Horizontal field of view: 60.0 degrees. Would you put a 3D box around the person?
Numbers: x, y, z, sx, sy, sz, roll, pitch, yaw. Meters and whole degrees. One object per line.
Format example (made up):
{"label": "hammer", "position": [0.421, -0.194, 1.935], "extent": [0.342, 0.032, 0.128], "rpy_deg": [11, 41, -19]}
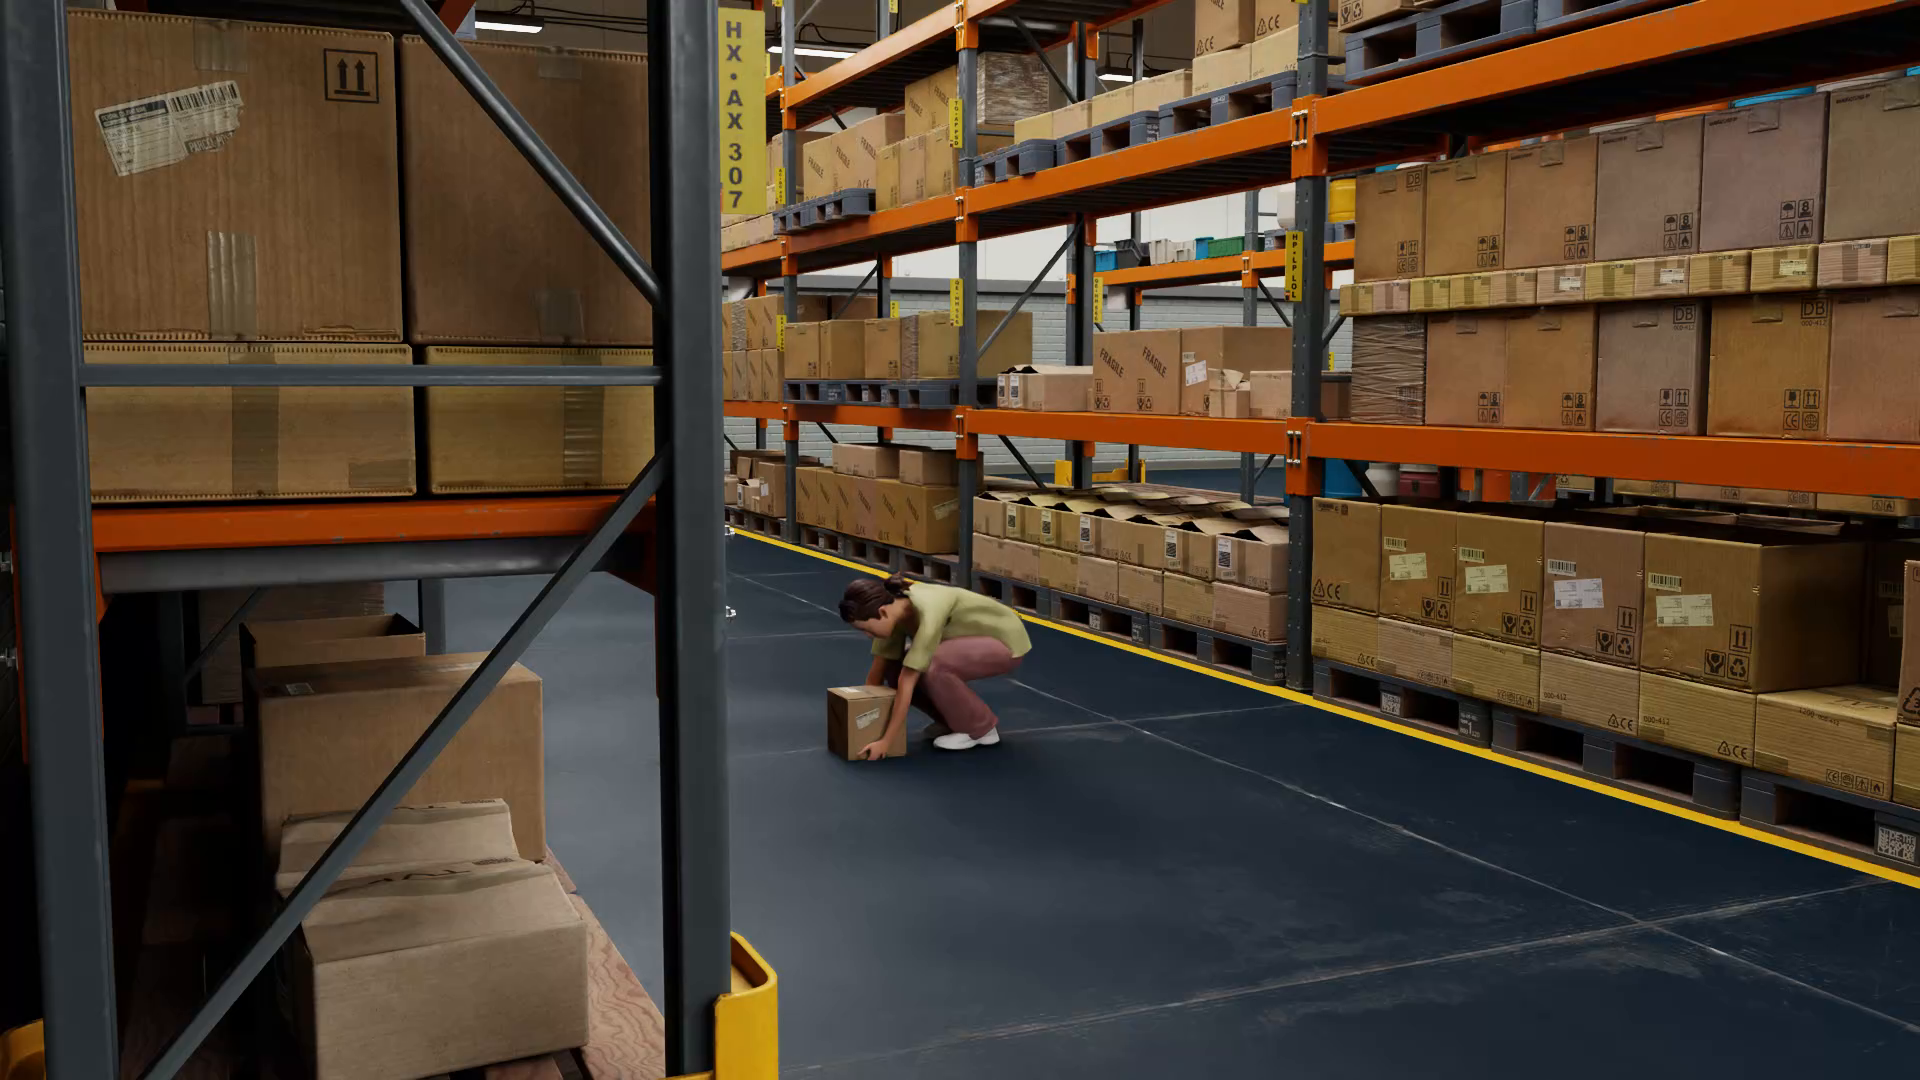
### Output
{"label": "person", "position": [-0.110, 0.514, 6.842], "extent": [0.839, 0.810, 0.463], "rpy_deg": [-3, 6, -25]}
